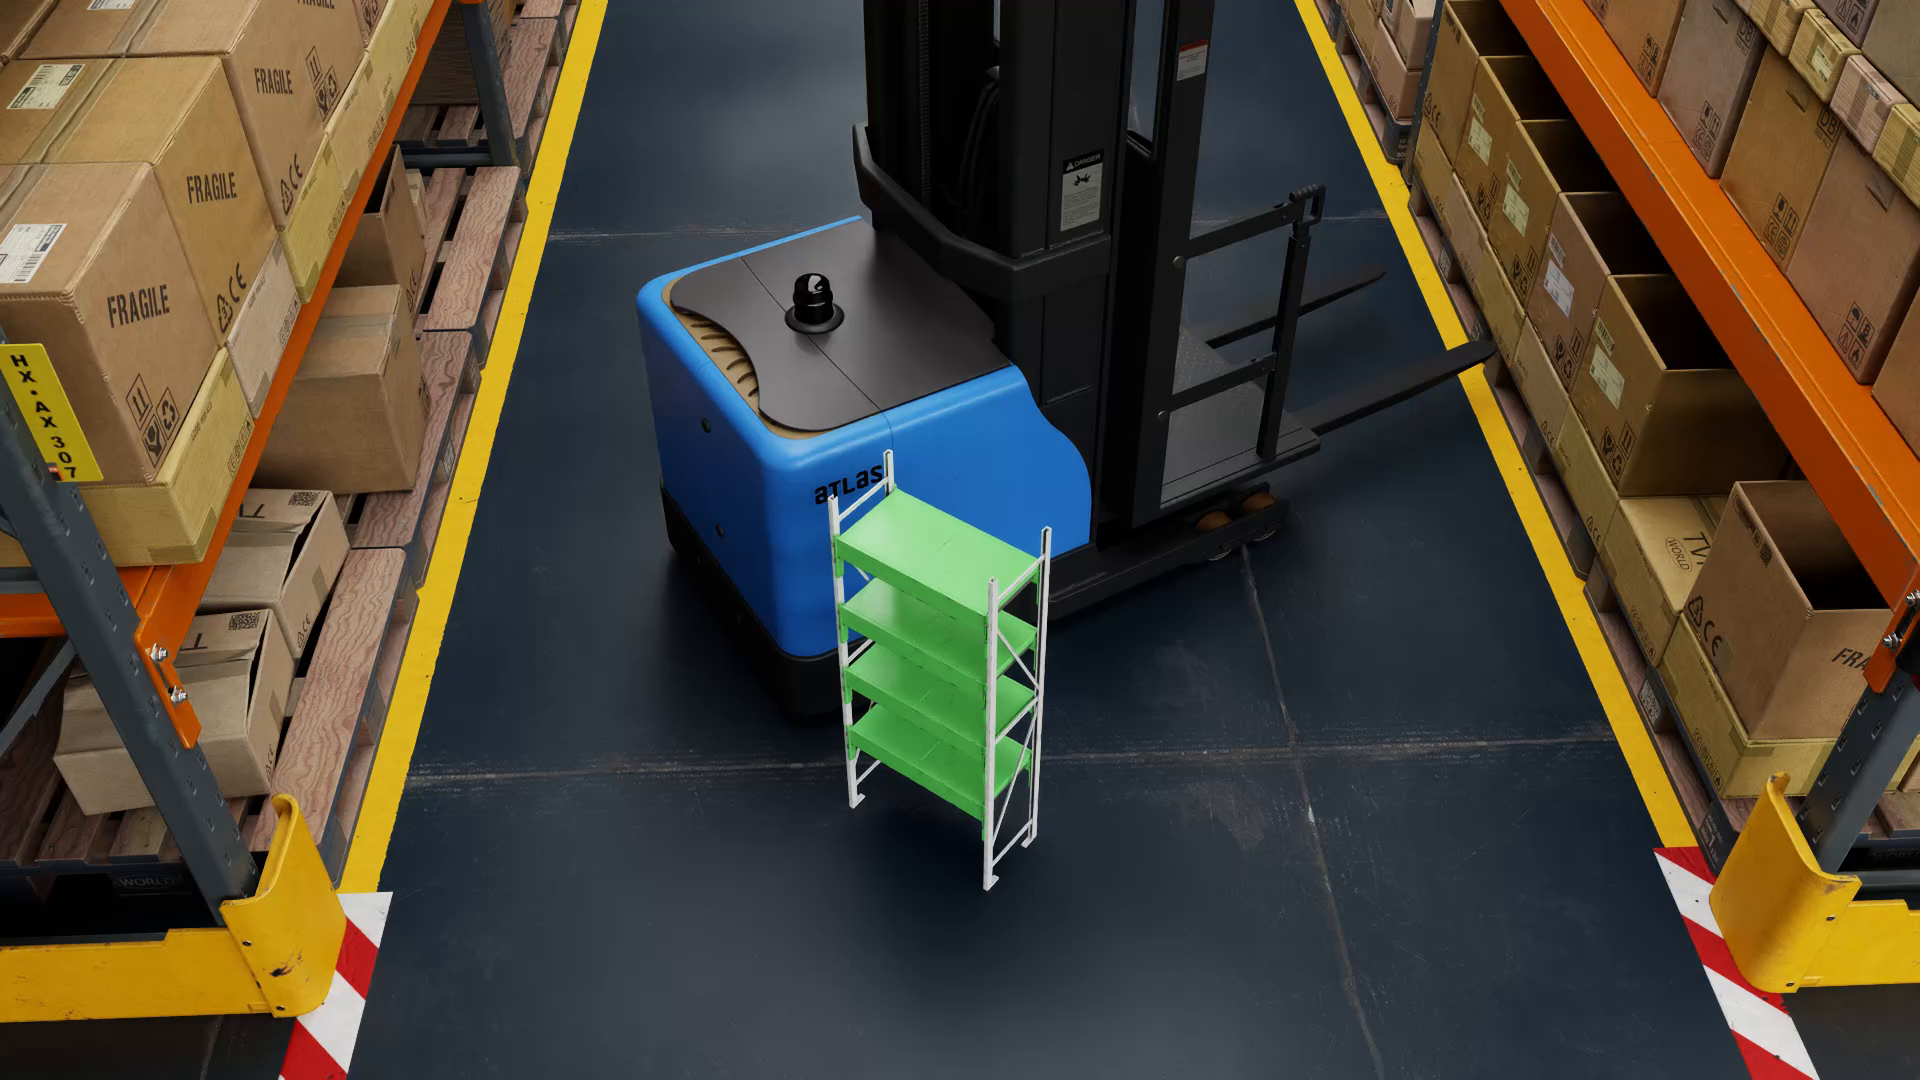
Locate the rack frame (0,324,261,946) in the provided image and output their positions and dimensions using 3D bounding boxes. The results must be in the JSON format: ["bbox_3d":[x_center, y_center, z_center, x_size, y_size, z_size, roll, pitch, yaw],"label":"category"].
[{"bbox_3d":[-2.270,0.098,3.423,1.000,3.000,0.127,-2,43,-2],"label":"rack frame"}]

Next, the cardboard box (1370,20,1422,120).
[{"bbox_3d":[2.202,-2.159,7.610,0.500,0.250,0.500,-2,43,-2],"label":"cardboard box"}]

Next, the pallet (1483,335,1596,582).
[{"bbox_3d":[2.556,-0.355,5.981,1.003,0.211,1.213,-2,43,-2],"label":"pallet"}]

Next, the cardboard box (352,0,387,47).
[{"bbox_3d":[-2.073,-1.843,5.082,0.500,0.500,0.500,-3,43,-3],"label":"cardboard box"}]

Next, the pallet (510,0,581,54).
[{"bbox_3d":[-2.529,-2.925,8.785,1.003,0.211,1.213,-2,43,-2],"label":"pallet"}]

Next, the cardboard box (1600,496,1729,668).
[{"bbox_3d":[2.328,0.122,5.121,0.500,0.250,0.500,-2,43,-2],"label":"cardboard box"}]

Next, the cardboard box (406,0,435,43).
[{"bbox_3d":[-2.104,-1.906,5.706,0.500,0.250,0.500,-1,43,-2],"label":"cardboard box"}]

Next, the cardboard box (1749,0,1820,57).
[{"bbox_3d":[2.416,-1.449,4.557,0.380,0.149,0.250,-1,43,-1],"label":"cardboard box"}]

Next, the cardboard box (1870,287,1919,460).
[{"bbox_3d":[2.672,-0.399,3.891,0.700,0.500,0.500,-2,43,-2],"label":"cardboard box"}]

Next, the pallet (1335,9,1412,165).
[{"bbox_3d":[2.439,-2.215,8.010,1.003,0.211,1.213,-2,43,-2],"label":"pallet"}]

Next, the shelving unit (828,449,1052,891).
[{"bbox_3d":[-0.052,0.378,4.450,0.503,1.200,0.258,27,49,26],"label":"shelving unit"}]

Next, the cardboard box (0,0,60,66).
[{"bbox_3d":[-2.540,-1.131,4.305,0.500,0.500,0.500,-3,43,-3],"label":"cardboard box"}]

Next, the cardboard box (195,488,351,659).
[{"bbox_3d":[-2.234,0.073,5.115,0.500,0.311,0.500,2,43,2],"label":"cardboard box"}]

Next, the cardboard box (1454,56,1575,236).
[{"bbox_3d":[2.245,-1.505,6.341,0.500,0.500,0.500,-2,43,-2],"label":"cardboard box"}]

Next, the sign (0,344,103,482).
[{"bbox_3d":[-1.728,-0.236,3.147,0.100,0.325,0.005,-2,43,-2],"label":"sign"}]

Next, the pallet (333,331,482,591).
[{"bbox_3d":[-2.321,-0.296,5.917,1.003,0.211,1.213,-2,43,-2],"label":"pallet"}]

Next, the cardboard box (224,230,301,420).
[{"bbox_3d":[-2.010,-0.542,4.218,0.500,0.250,0.500,-3,43,-3],"label":"cardboard box"}]

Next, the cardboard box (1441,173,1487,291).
[{"bbox_3d":[2.242,-1.228,6.594,0.500,0.250,0.500,-2,43,-2],"label":"cardboard box"}]

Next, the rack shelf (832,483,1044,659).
[{"bbox_3d":[-0.052,0.071,4.169,0.480,0.148,0.258,27,49,26],"label":"rack shelf"}]

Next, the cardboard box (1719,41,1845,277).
[{"bbox_3d":[2.629,-1.088,4.643,0.700,0.500,0.500,-1,43,-2],"label":"cardboard box"}]

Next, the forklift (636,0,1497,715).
[{"bbox_3d":[0.536,-1.297,4.996,3.031,2.935,1.130,-22,47,-22],"label":"forklift"}]

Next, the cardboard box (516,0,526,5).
[{"bbox_3d":[-2.541,-3.032,8.362,0.700,0.500,0.500,-1,43,-1],"label":"cardboard box"}]

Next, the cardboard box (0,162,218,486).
[{"bbox_3d":[-1.990,-0.461,3.574,0.500,0.500,0.500,-2,43,-2],"label":"cardboard box"}]

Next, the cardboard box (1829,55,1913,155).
[{"bbox_3d":[2.440,-1.094,4.169,0.380,0.149,0.250,-1,43,-1],"label":"cardboard box"}]

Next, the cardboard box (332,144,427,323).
[{"bbox_3d":[-2.356,-1.143,6.302,0.500,0.500,0.500,-5,43,-5],"label":"cardboard box"}]

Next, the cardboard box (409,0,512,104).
[{"bbox_3d":[-2.488,-2.339,7.606,0.700,0.500,0.500,0,43,0],"label":"cardboard box"}]

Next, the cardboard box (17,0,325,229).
[{"bbox_3d":[-2.017,-1.144,4.319,0.500,0.500,0.500,-3,43,-3],"label":"cardboard box"}]

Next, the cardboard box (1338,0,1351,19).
[{"bbox_3d":[2.160,-2.846,8.359,0.500,0.250,0.500,-1,43,-1],"label":"cardboard box"}]

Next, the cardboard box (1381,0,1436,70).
[{"bbox_3d":[2.205,-2.360,7.414,0.500,0.311,0.500,-2,43,-2],"label":"cardboard box"}]

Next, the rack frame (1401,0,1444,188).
[{"bbox_3d":[2.509,-2.747,6.527,1.000,3.000,0.127,-2,43,-2],"label":"rack frame"}]

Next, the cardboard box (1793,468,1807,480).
[{"bbox_3d":[2.855,-0.170,4.884,0.500,0.500,0.500,-2,43,-2],"label":"cardboard box"}]

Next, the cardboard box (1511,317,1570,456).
[{"bbox_3d":[2.285,-0.553,5.858,0.500,0.250,0.500,-2,43,-2],"label":"cardboard box"}]

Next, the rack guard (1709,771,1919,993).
[{"bbox_3d":[2.680,0.891,4.407,1.175,0.500,0.348,-2,43,-2],"label":"rack guard"}]

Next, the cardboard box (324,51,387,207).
[{"bbox_3d":[-2.045,-1.228,4.966,0.500,0.250,0.500,-1,43,-1],"label":"cardboard box"}]

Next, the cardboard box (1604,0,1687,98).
[{"bbox_3d":[2.580,-1.789,5.408,0.700,0.500,0.500,-1,43,-1],"label":"cardboard box"}]

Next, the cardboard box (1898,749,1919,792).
[{"bbox_3d":[2.878,0.444,4.770,0.500,0.250,0.500,-2,43,-2],"label":"cardboard box"}]

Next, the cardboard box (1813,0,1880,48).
[{"bbox_3d":[2.620,-1.608,4.250,0.700,0.500,0.500,-1,43,-2],"label":"cardboard box"}]

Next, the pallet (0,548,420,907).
[{"bbox_3d":[-2.273,0.526,5.020,1.003,0.211,1.213,-2,43,-2],"label":"pallet"}]

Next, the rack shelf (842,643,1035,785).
[{"bbox_3d":[-0.052,0.425,4.493,0.480,0.148,0.258,27,49,26],"label":"rack shelf"}]

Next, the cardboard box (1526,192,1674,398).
[{"bbox_3d":[2.282,-0.830,5.604,0.500,0.500,0.500,-2,43,-2],"label":"cardboard box"}]

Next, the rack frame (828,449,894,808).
[{"bbox_3d":[-0.248,0.279,4.557,0.015,1.200,0.240,27,49,26],"label":"rack frame"}]

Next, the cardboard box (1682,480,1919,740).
[{"bbox_3d":[2.359,0.183,4.500,0.500,0.500,0.500,-2,43,-2],"label":"cardboard box"}]

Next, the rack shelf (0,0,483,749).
[{"bbox_3d":[-2.355,-0.987,5.139,1.077,0.370,4.000,-2,43,-2],"label":"rack shelf"}]
